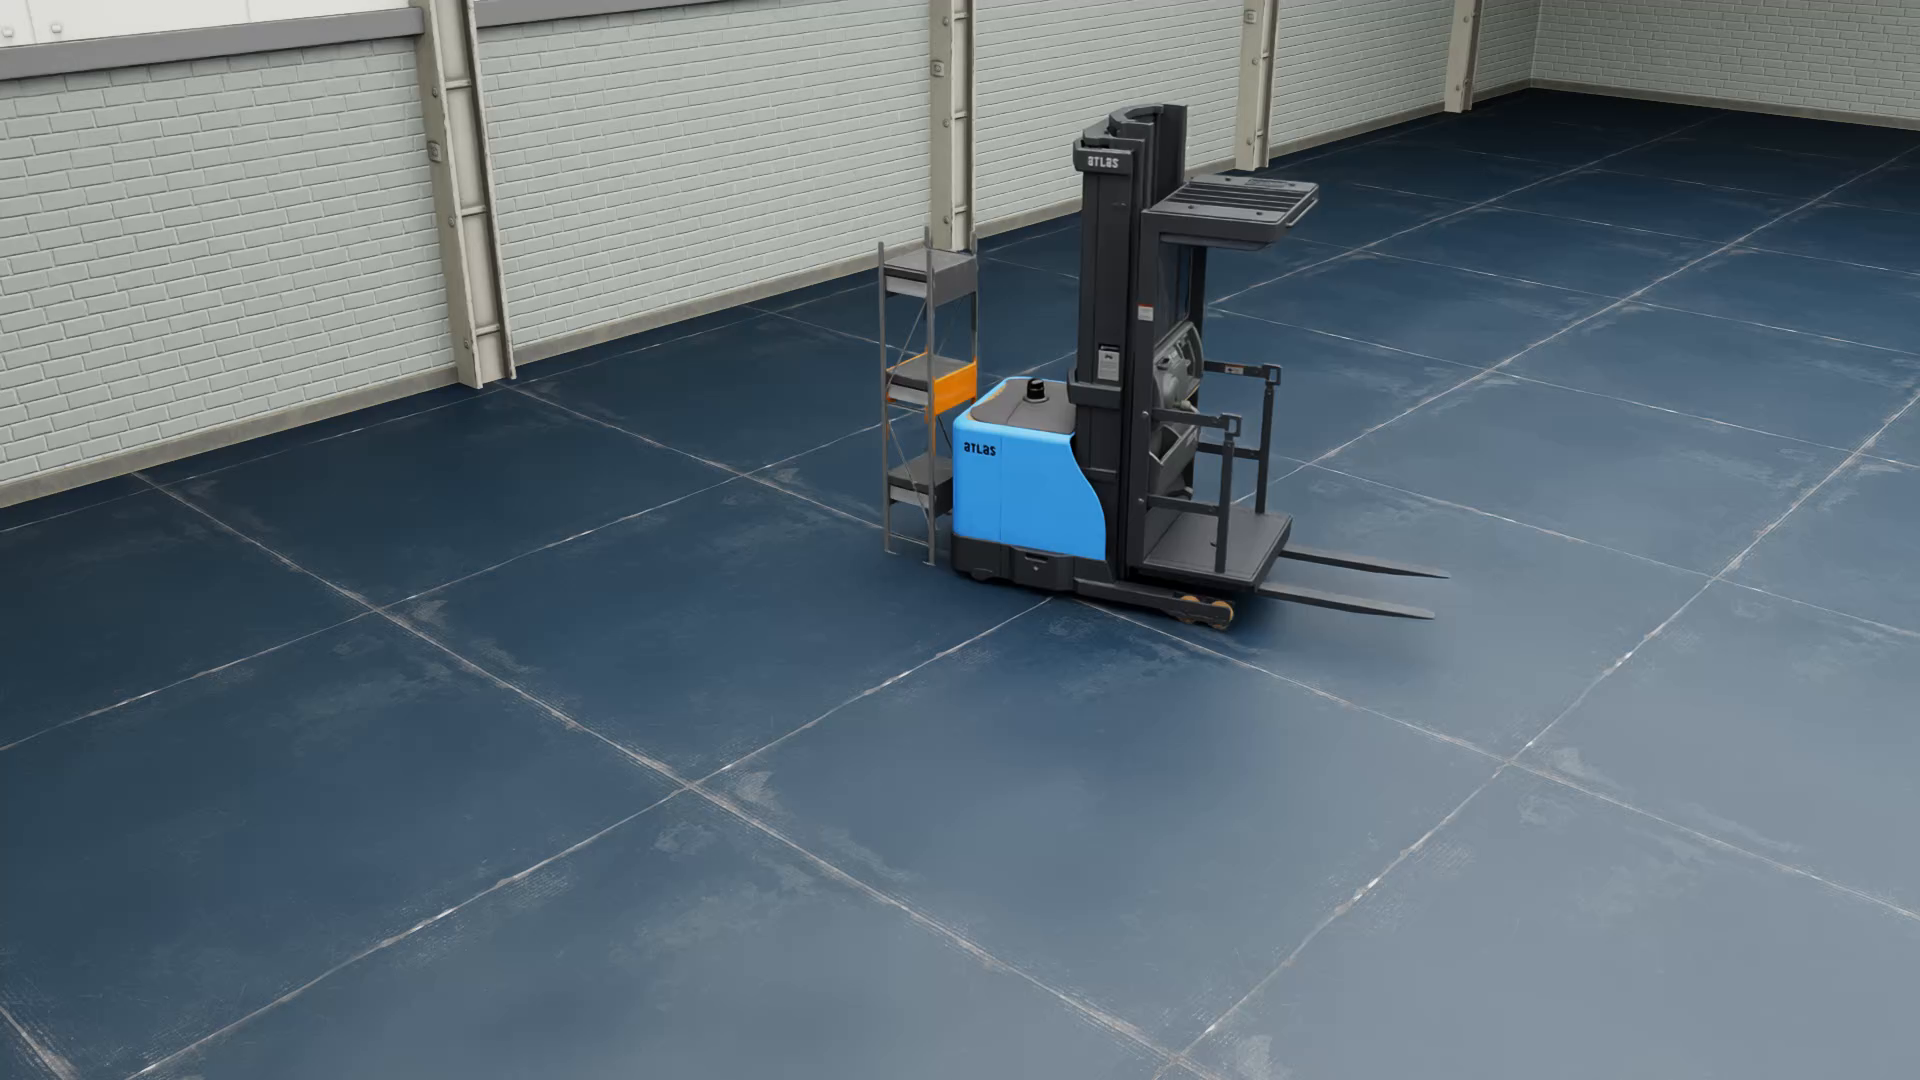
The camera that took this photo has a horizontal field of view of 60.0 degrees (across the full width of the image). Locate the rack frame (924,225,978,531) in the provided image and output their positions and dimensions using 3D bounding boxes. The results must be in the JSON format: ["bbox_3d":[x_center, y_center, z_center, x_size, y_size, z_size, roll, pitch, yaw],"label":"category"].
[{"bbox_3d":[-0.059,-0.996,10.906,0.400,2.100,0.015,16,28,31],"label":"rack frame"}]

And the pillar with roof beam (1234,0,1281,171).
[{"bbox_3d":[7.137,-7.971,18.028,9.100,9.000,0.400,20,31,38],"label":"pillar with roof beam"}]

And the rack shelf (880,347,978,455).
[{"bbox_3d":[-0.197,-0.901,10.727,0.431,0.518,0.480,16,28,31],"label":"rack shelf"}]

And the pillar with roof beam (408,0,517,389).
[{"bbox_3d":[-0.871,-4.315,9.874,9.100,9.000,0.400,20,31,38],"label":"pillar with roof beam"}]

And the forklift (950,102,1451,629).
[{"bbox_3d":[1.505,-1.046,10.001,3.031,2.935,1.130,10,26,21],"label":"forklift"}]

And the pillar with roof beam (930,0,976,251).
[{"bbox_3d":[3.133,-6.143,13.951,9.100,9.000,0.400,20,31,38],"label":"pillar with roof beam"}]

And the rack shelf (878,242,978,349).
[{"bbox_3d":[-0.197,-1.540,10.441,0.431,0.518,0.480,16,28,31],"label":"rack shelf"}]

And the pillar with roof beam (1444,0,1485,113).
[{"bbox_3d":[11.142,-9.799,22.105,9.100,9.000,0.400,20,31,38],"label":"pillar with roof beam"}]

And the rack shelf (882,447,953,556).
[{"bbox_3d":[-0.197,-0.263,11.013,0.431,0.518,0.480,16,28,31],"label":"rack shelf"}]

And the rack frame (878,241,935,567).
[{"bbox_3d":[-0.334,-0.831,10.537,0.400,2.100,0.015,16,28,31],"label":"rack frame"}]

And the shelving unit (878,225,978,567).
[{"bbox_3d":[-0.197,-0.914,10.722,0.431,2.100,0.503,16,28,31],"label":"shelving unit"}]
